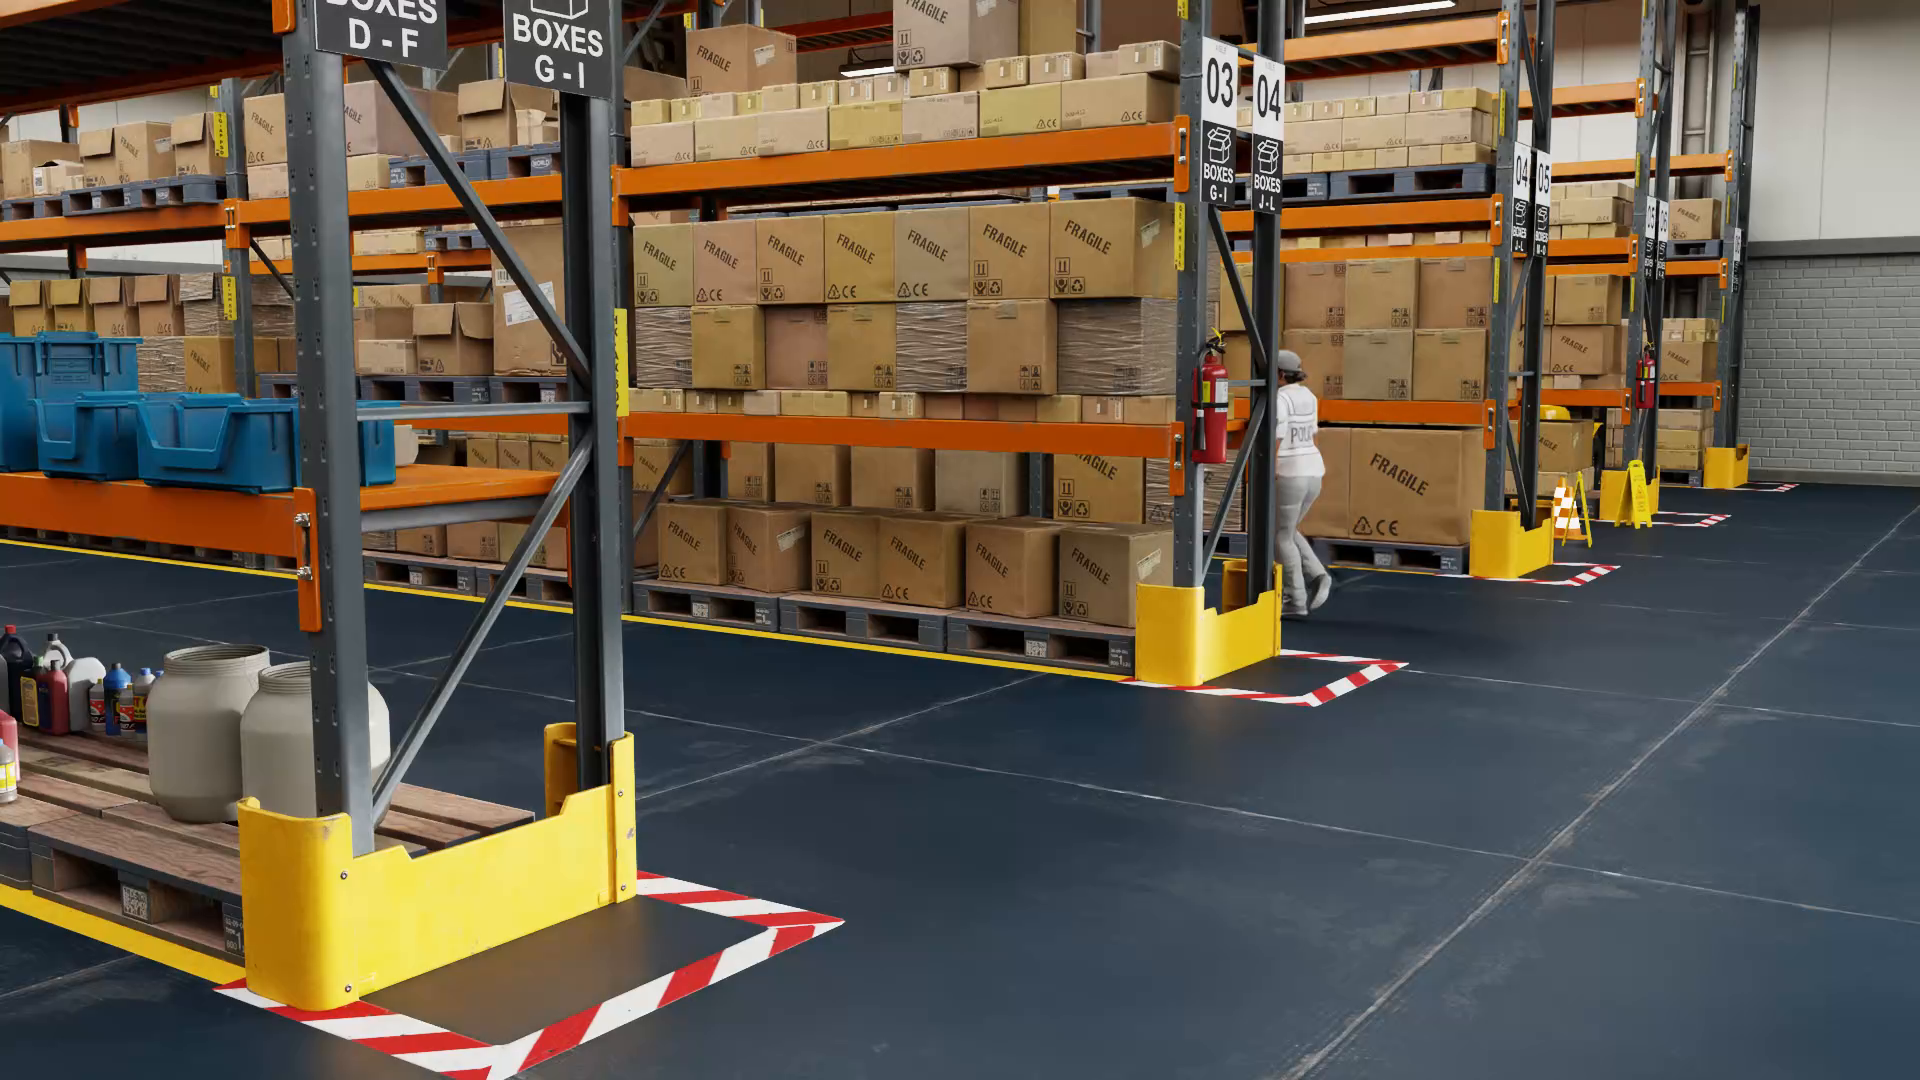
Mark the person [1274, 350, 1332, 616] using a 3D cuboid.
[{"bbox_3d":[2.052,-0.351,10.379,0.459,1.661,0.535,6,9,42],"label":"person"}]
